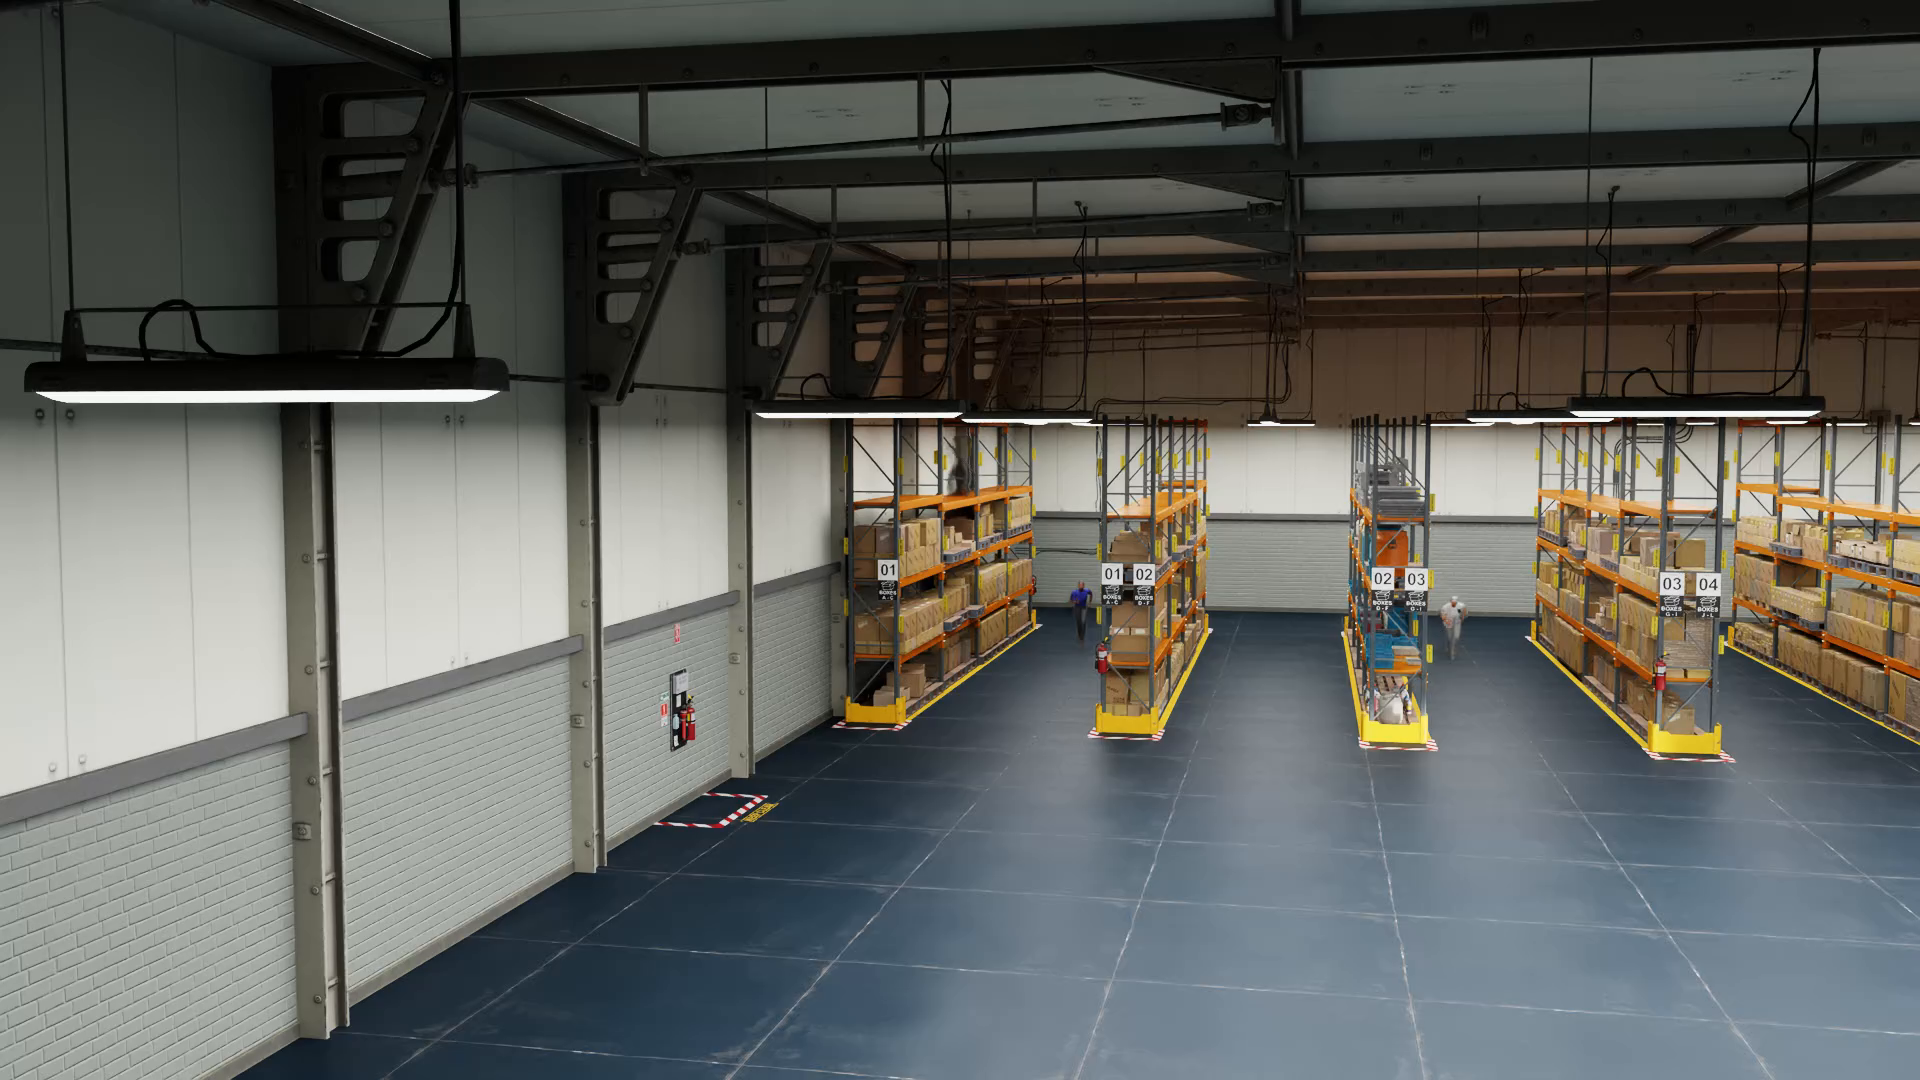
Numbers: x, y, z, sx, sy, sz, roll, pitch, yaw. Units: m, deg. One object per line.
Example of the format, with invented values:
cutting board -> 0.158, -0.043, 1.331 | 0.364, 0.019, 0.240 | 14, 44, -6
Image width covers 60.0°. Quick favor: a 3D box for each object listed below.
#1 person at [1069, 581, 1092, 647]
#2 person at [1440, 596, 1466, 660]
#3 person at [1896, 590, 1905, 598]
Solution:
person -> 3.109, 1.870, 42.792 | 0.577, 1.686, 0.923 | 1, 4, 8
person -> 12.358, 2.178, 41.747 | 0.639, 1.622, 1.026 | 0, 4, 5
person -> 25.000, 1.921, 44.489 | 0.853, 1.697, 0.595 | 1, 4, 15
